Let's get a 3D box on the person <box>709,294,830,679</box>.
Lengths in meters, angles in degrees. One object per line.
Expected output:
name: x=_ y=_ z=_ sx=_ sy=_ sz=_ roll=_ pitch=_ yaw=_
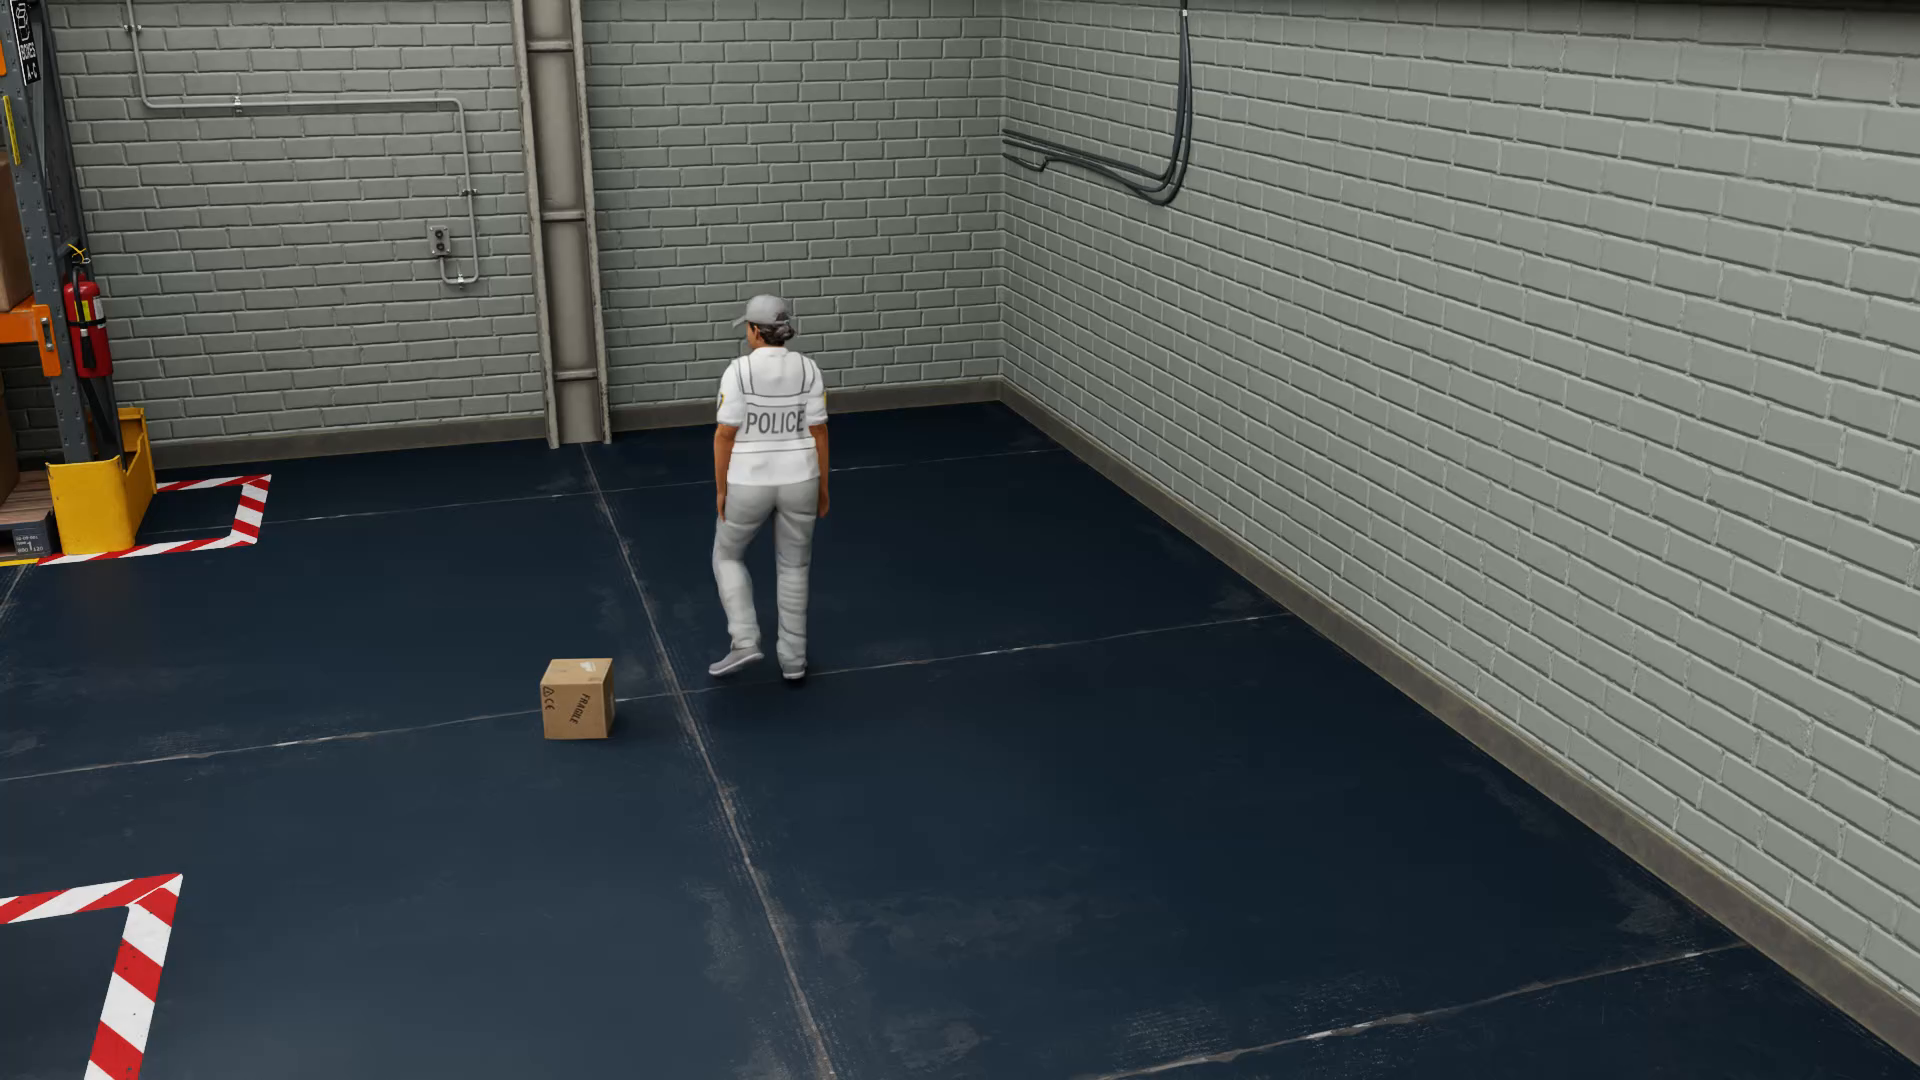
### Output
person: x=-0.837 y=-0.218 z=7.142 sx=0.578 sy=1.653 sz=0.476 roll=-6 pitch=20 yaw=-18
